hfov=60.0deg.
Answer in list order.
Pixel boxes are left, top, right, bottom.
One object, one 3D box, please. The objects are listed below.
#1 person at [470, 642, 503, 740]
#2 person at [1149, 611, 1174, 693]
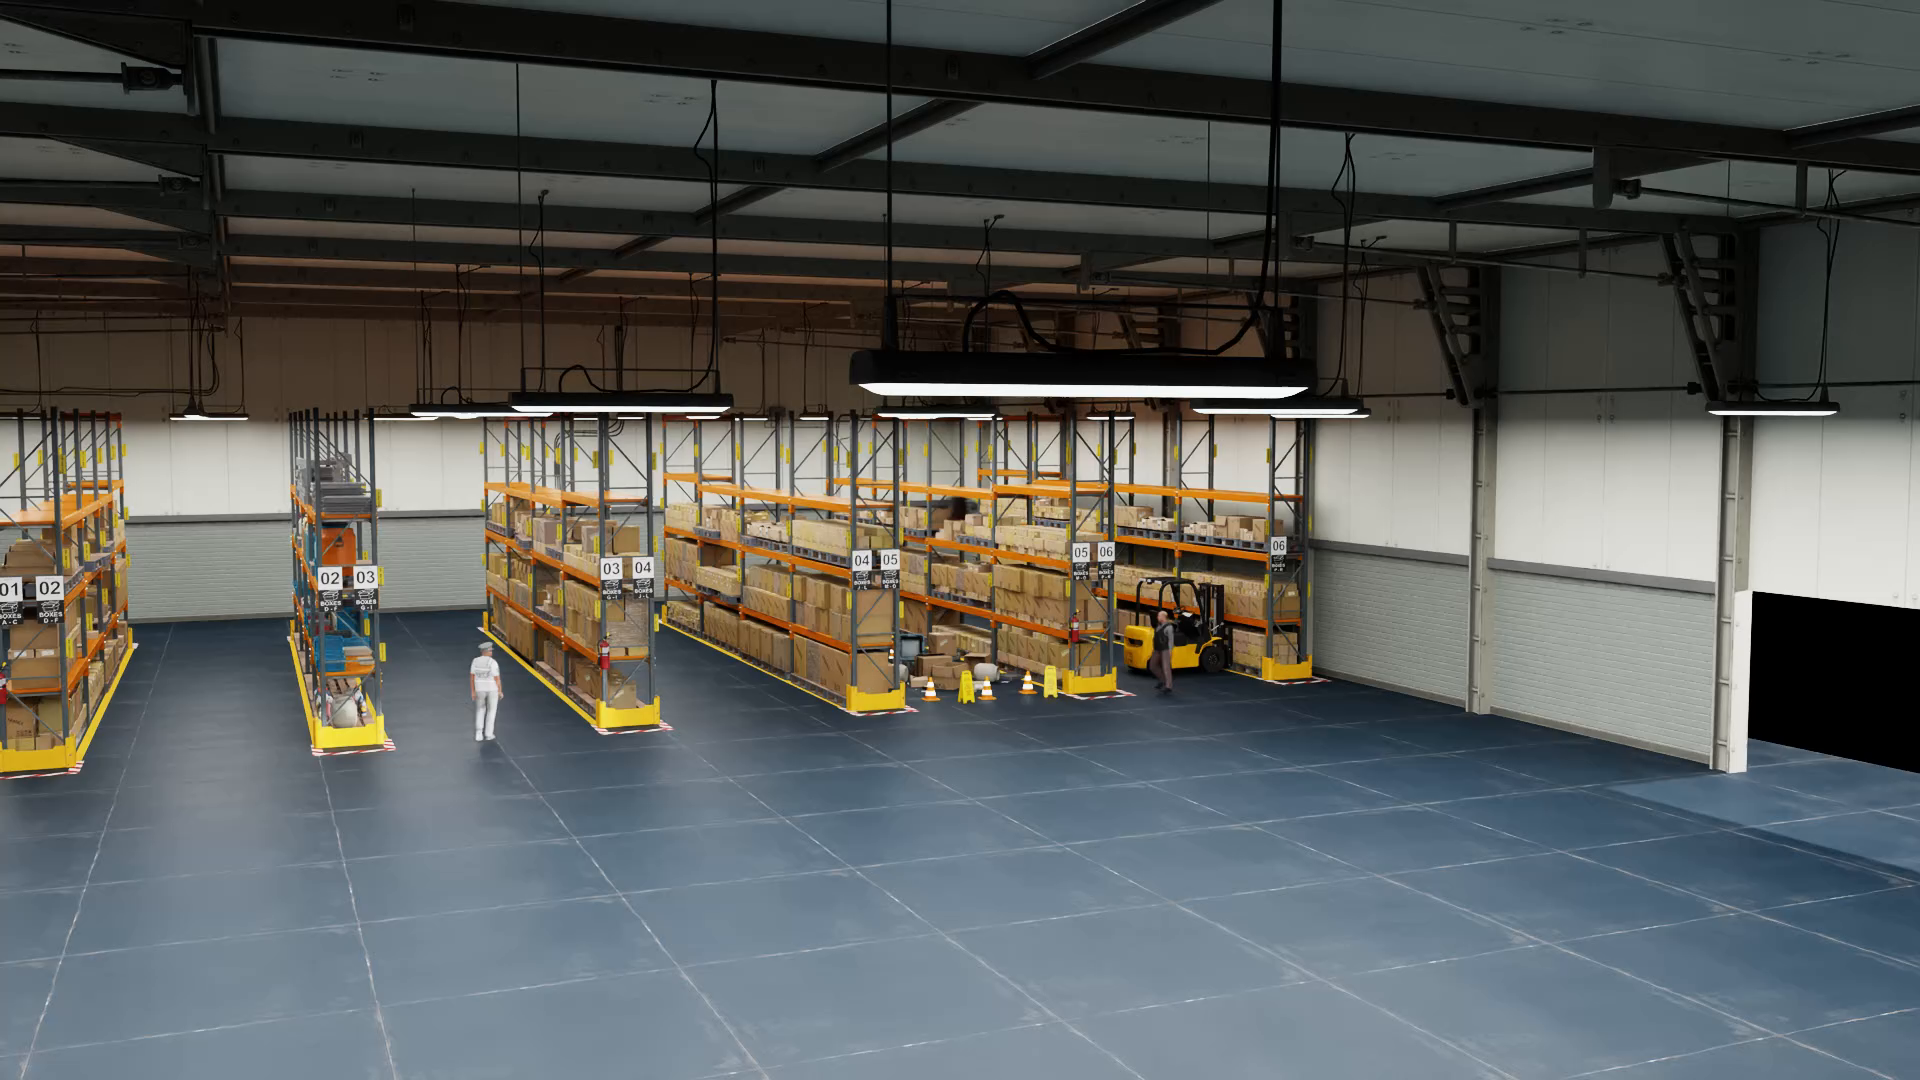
[{"bbox_3d":[-8.547,2.742,30.037,0.567,1.814,0.461,0,4,-1],"label":"person"},{"bbox_3d":[4.319,2.371,35.416,0.438,1.721,0.601,-2,5,-32],"label":"person"}]
